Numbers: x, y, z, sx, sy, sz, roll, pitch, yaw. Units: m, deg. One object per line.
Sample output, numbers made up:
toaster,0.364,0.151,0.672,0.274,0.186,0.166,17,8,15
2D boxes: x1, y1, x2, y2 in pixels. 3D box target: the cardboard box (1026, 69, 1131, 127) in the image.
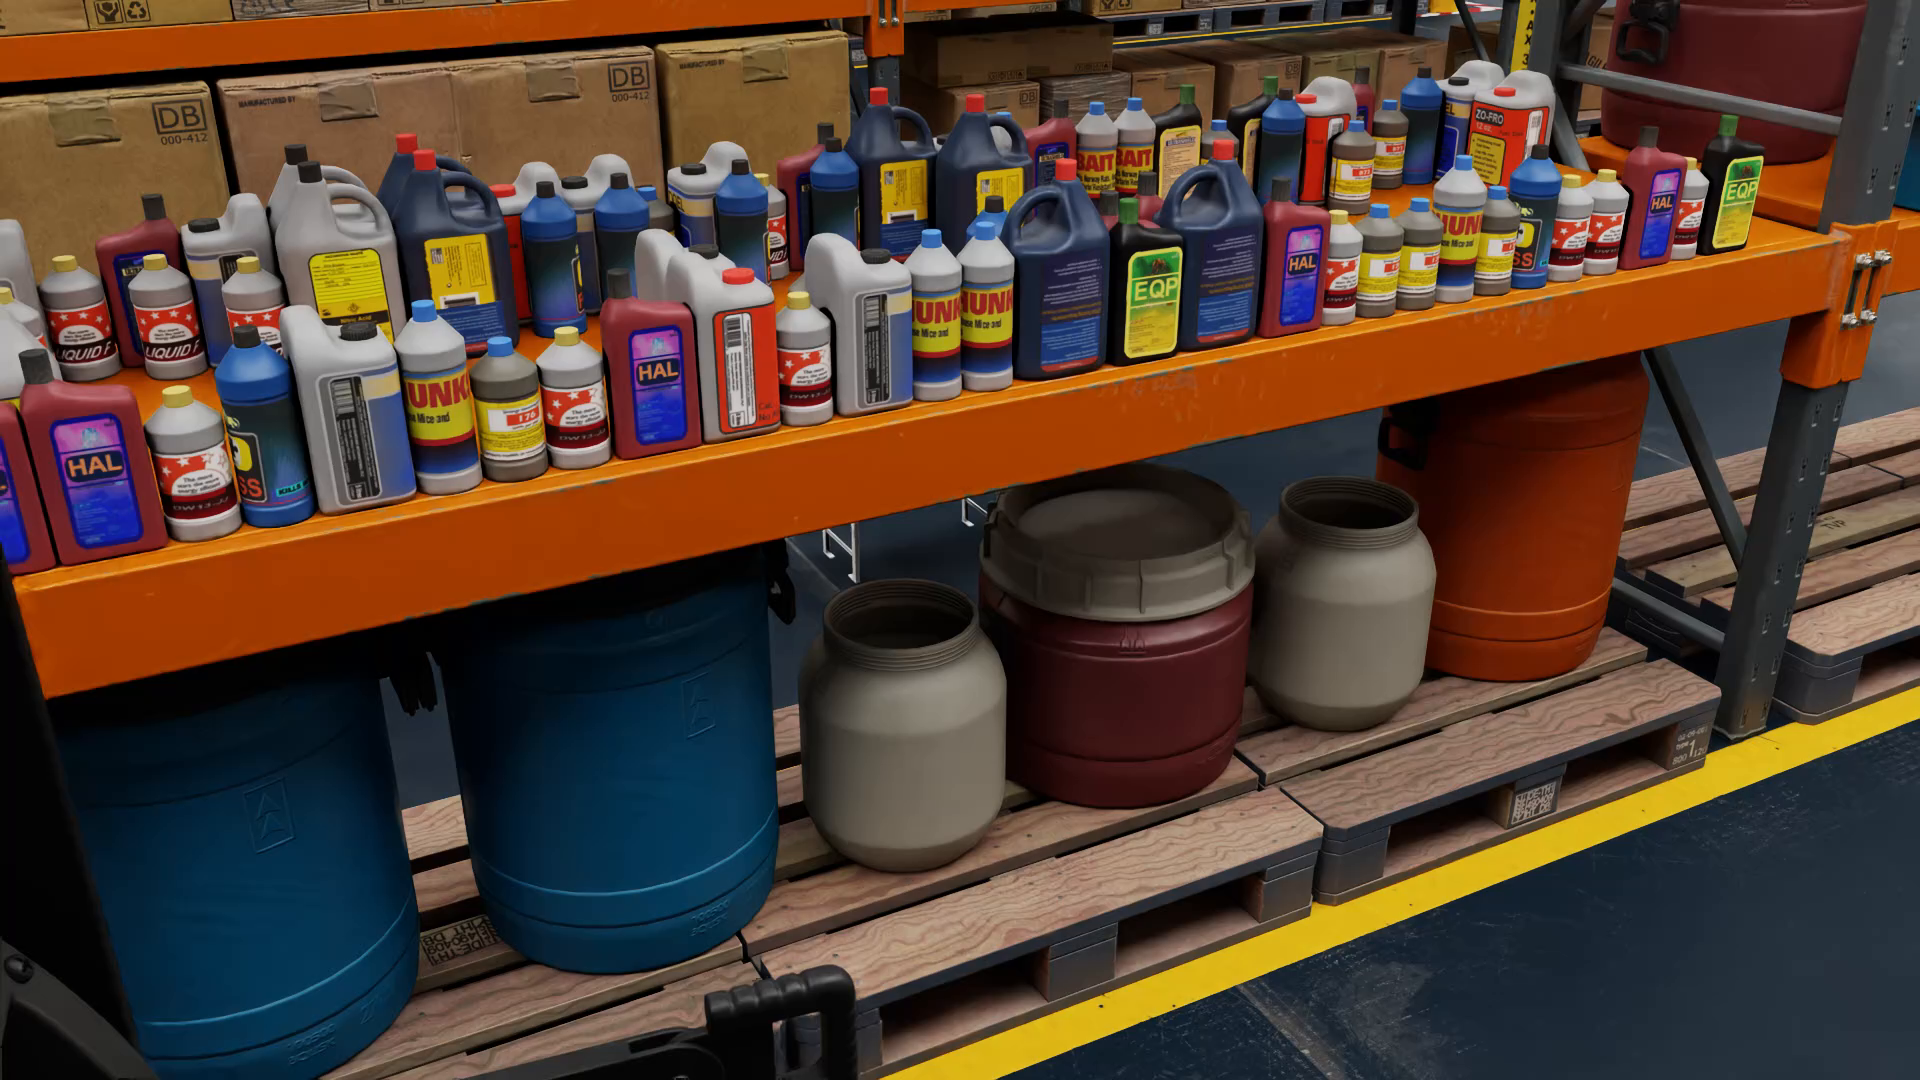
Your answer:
cardboard box,0.494,-2.267,8.887,0.500,0.500,0.700,-16,30,-29

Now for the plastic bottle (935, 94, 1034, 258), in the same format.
plastic bottle,0.050,-0.711,3.323,0.185,0.351,0.144,-13,29,-25

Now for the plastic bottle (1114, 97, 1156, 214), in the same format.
plastic bottle,0.381,-0.838,3.679,0.097,0.271,0.097,0,26,0

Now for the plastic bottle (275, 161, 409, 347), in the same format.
plastic bottle,-1.045,-0.463,2.805,0.185,0.351,0.144,-13,29,-25

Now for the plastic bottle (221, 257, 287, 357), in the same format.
plastic bottle,-1.177,-0.372,2.790,0.097,0.201,0.097,0,26,0

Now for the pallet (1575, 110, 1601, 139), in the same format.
pallet,3.534,-2.642,10.508,1.213,0.211,1.003,-13,29,-25

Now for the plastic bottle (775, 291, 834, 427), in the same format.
plastic bottle,-0.250,-0.289,2.615,0.097,0.201,0.097,0,26,0

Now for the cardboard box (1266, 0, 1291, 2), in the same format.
cardboard box,2.900,-5.366,14.931,0.875,0.875,0.875,-13,29,-26

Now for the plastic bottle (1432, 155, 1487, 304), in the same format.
plastic bottle,0.946,-0.596,3.175,0.097,0.271,0.097,0,26,0

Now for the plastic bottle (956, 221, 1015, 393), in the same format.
plastic bottle,0.041,-0.387,2.740,0.097,0.271,0.097,0,26,0

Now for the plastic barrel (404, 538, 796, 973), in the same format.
plastic barrel,-0.657,0.280,3.139,0.708,0.901,0.600,-13,29,-25

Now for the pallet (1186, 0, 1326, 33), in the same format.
pallet,2.499,-4.782,14.965,1.213,0.211,1.003,-13,29,-25

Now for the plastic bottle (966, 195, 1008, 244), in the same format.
plastic bottle,0.059,-0.462,2.896,0.097,0.271,0.097,0,26,0

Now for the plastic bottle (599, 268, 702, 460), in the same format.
plastic bottle,-0.462,-0.268,2.477,0.133,0.283,0.061,-13,29,-25

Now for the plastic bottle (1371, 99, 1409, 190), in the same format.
plastic bottle,1.025,-0.955,4.003,0.097,0.201,0.097,0,26,0

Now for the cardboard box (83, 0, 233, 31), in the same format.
cardboard box,-3.134,-2.265,6.387,0.500,0.500,0.500,-13,29,-25

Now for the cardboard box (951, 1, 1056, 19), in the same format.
cardboard box,0.208,-4.678,13.641,0.750,0.750,1.050,-13,29,-25

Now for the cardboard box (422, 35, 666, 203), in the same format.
cardboard box,-1.980,-1.854,7.616,0.875,0.875,1.225,-13,29,-25

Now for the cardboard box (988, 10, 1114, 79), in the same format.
cardboard box,0.469,-2.603,8.720,0.500,0.250,0.500,-10,27,-19

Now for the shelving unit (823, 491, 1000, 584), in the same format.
shelving unit,-0.146,-0.507,4.920,0.503,1.200,0.258,-13,29,-25

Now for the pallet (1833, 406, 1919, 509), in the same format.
pallet,3.537,-0.175,5.371,1.213,0.211,1.003,-13,29,-25

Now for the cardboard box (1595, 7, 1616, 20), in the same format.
cardboard box,4.343,-3.153,10.755,0.500,0.500,0.500,-16,30,-30

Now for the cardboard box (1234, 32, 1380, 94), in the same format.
cardboard box,1.977,-2.613,9.607,0.500,0.500,0.700,-13,29,-25

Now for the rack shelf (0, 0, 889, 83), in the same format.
rack shelf,-2.336,-2.202,7.202,4.000,0.370,1.077,-13,29,-25

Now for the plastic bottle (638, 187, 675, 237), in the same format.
plastic bottle,-0.599,-0.580,3.223,0.097,0.201,0.097,0,26,0

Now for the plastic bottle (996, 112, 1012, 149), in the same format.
plastic bottle,0.091,-0.771,3.539,0.097,0.271,0.097,0,26,0

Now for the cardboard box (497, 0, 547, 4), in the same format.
cardboard box,-1.789,-2.578,7.037,0.500,0.500,0.500,-14,29,-27

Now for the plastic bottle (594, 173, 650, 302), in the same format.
plastic bottle,-0.613,-0.534,3.045,0.097,0.271,0.097,0,26,0

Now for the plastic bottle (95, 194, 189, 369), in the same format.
plastic bottle,-1.392,-0.443,2.843,0.133,0.283,0.061,-13,29,-25

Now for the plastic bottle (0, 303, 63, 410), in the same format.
plastic bottle,-1.271,-0.162,2.178,0.185,0.351,0.144,-13,29,-25

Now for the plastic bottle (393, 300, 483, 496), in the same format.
plastic bottle,-0.744,-0.206,2.362,0.097,0.271,0.097,0,26,0

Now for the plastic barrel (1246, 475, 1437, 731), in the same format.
plastic barrel,0.880,0.145,3.871,0.421,0.512,0.421,0,26,0

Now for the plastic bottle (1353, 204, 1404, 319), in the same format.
plastic bottle,0.774,-0.525,3.107,0.097,0.201,0.097,0,26,0

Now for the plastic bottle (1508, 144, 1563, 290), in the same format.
plastic bottle,1.118,-0.636,3.257,0.097,0.271,0.097,0,26,0

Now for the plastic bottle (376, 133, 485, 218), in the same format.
plastic bottle,-0.950,-0.555,2.998,0.185,0.351,0.144,-13,29,-25

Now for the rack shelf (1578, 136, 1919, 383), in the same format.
rack shelf,3.524,-1.125,4.959,4.000,0.370,1.077,-13,29,-25

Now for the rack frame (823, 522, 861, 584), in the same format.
rack frame,-0.361,-0.457,4.817,0.015,1.200,0.240,-13,29,-25

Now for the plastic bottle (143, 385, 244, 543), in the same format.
plastic bottle,-1.035,-0.108,2.238,0.097,0.201,0.097,0,26,0

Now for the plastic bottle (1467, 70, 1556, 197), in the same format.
plastic bottle,1.297,-0.964,3.935,0.135,0.276,0.152,-13,29,-25

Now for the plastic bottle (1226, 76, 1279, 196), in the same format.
plastic bottle,0.678,-0.921,3.837,0.133,0.283,0.061,-13,29,-25

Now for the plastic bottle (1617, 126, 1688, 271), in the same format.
plastic bottle,1.400,-0.697,3.372,0.133,0.283,0.061,-13,29,-25

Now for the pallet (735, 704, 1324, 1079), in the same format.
pallet,0.008,0.638,3.677,1.213,0.211,1.003,-13,29,-25

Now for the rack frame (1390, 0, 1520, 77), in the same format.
rack frame,2.958,-3.749,9.592,0.127,3.000,1.000,-13,29,-25

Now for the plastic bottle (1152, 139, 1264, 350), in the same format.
plastic bottle,0.435,-0.526,2.936,0.185,0.351,0.144,-13,29,-25

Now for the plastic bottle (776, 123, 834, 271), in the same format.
plastic bottle,-0.301,-0.695,3.367,0.133,0.283,0.061,-13,29,-25
